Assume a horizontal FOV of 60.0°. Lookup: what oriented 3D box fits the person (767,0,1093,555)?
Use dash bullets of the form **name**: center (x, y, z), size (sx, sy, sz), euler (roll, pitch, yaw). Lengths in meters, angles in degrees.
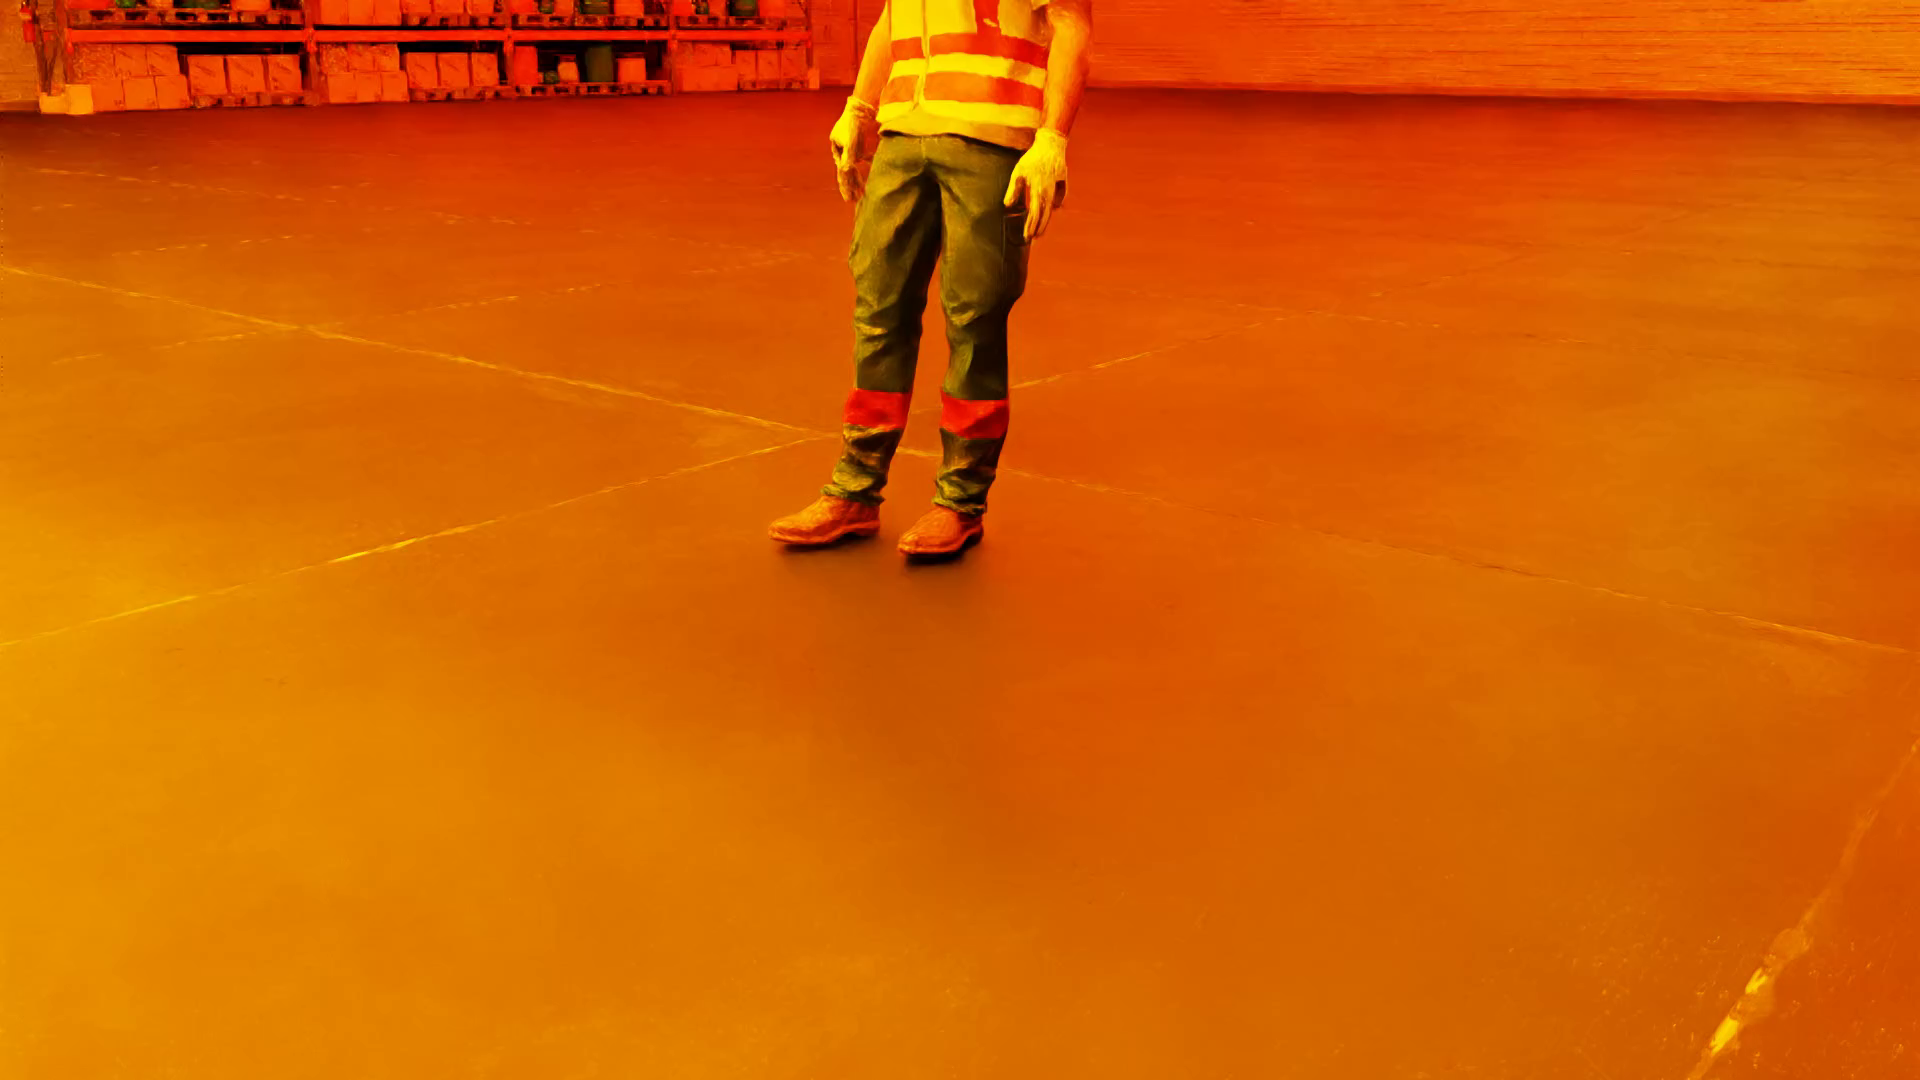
- **person**: center (-0.060, -0.847, 3.627), size (0.637, 1.787, 0.563), euler (13, 21, 37)
